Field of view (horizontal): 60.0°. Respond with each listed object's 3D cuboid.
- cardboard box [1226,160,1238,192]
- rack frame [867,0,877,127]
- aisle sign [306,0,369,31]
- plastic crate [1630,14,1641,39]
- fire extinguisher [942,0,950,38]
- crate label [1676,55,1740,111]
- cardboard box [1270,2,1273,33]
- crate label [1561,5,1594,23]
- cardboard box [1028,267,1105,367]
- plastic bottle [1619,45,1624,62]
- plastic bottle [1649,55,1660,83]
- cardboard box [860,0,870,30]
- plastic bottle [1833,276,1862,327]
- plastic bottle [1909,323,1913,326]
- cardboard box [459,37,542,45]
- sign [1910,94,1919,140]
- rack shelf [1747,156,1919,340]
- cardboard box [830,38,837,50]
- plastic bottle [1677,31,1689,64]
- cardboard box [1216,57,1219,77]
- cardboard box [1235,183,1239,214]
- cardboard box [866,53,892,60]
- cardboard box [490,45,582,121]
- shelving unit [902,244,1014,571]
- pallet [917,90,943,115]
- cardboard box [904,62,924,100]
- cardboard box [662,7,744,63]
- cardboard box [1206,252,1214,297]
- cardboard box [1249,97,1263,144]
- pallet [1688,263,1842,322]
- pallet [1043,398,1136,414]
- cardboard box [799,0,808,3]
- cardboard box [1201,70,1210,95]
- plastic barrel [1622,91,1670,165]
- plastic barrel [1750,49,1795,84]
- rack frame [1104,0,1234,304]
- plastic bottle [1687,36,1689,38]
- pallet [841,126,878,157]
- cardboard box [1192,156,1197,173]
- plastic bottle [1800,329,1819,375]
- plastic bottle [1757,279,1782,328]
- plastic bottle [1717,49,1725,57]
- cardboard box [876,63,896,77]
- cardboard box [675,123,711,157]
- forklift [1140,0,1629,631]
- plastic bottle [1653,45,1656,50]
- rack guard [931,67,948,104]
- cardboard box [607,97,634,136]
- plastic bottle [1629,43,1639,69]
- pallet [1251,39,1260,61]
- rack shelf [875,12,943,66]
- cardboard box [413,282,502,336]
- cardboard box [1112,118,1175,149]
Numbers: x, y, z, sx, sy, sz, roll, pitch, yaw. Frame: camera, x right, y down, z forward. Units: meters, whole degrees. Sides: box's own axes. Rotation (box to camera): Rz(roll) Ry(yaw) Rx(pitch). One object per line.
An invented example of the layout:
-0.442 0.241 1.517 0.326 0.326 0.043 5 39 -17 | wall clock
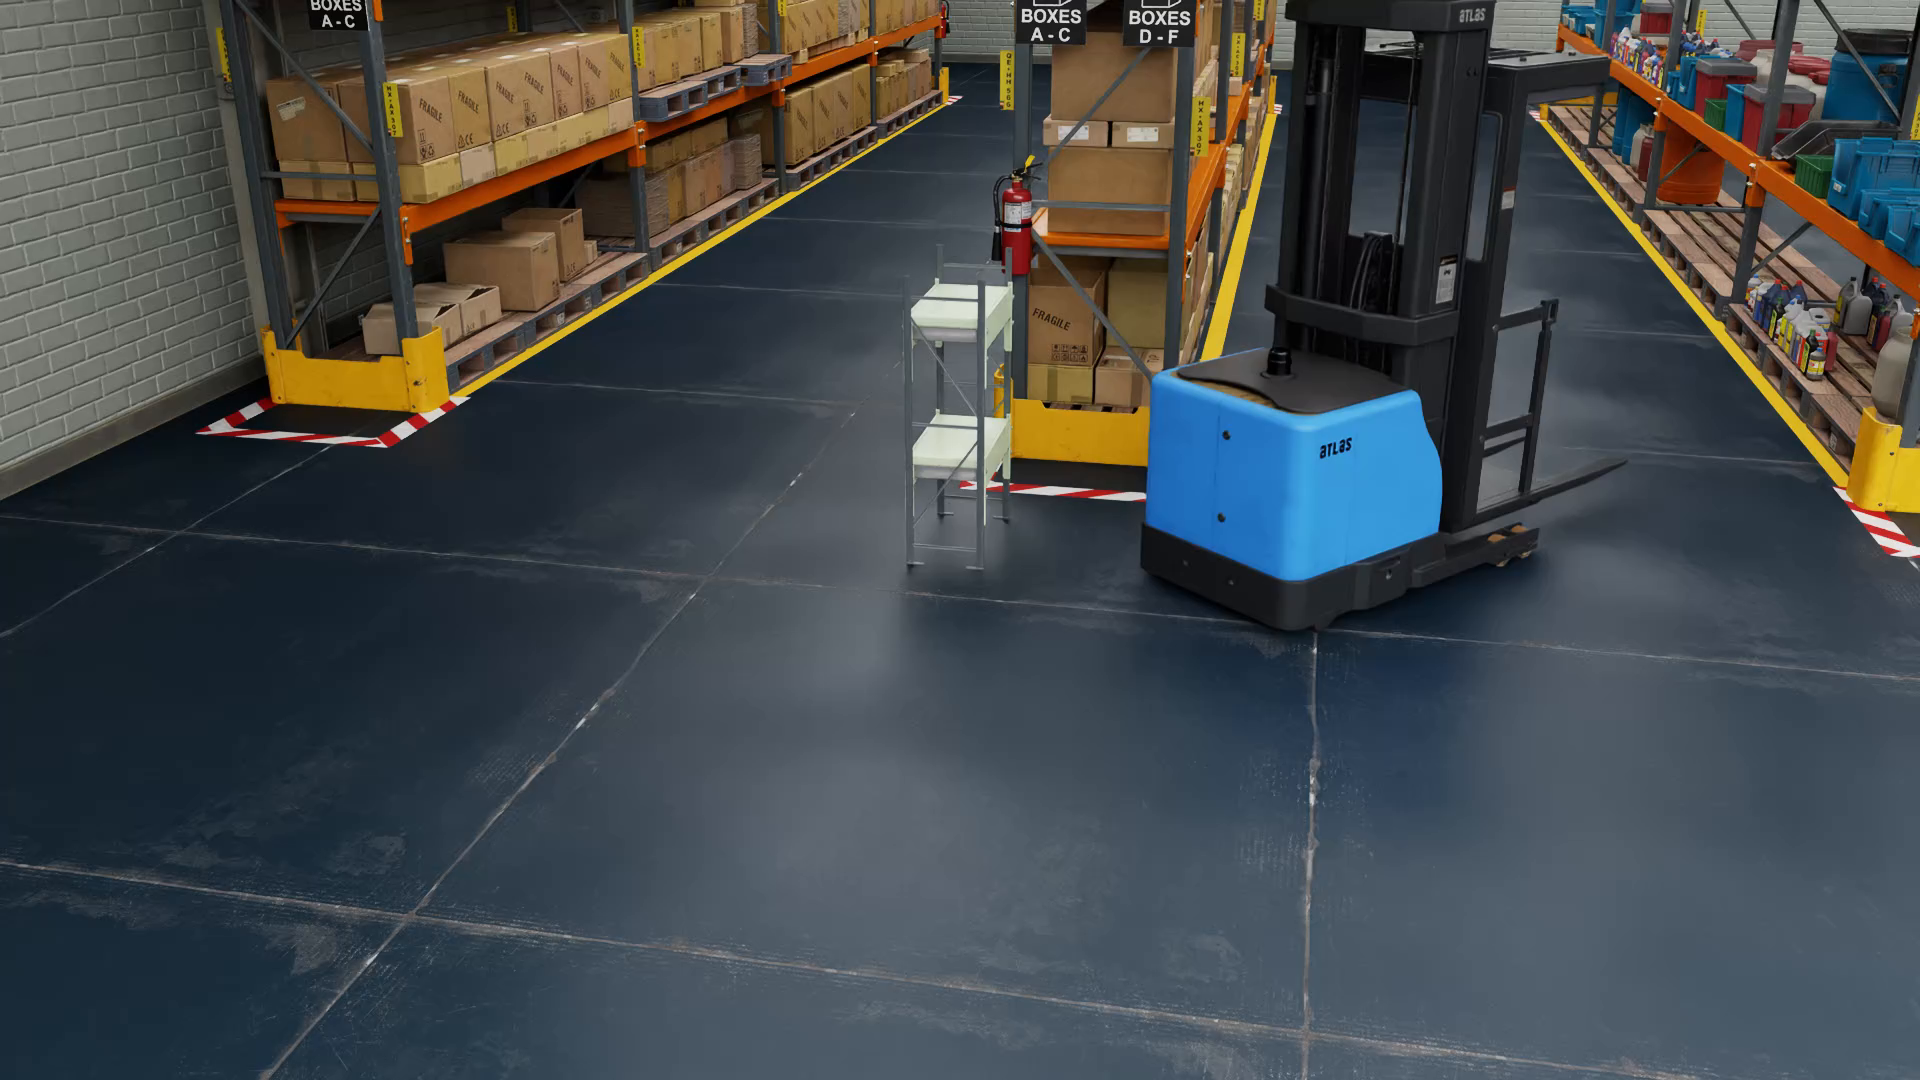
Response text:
2.368 -3.445 15.759 0.500 0.311 0.500 4 22 11 | cardboard box
-1.595 -6.689 21.448 1.000 3.000 0.127 4 22 11 | rack frame
-3.765 -3.458 9.944 0.394 0.787 0.004 4 22 11 | aisle sign
8.595 -6.452 20.936 0.437 0.282 0.530 4 22 11 | plastic crate
-0.296 -7.964 25.214 0.296 0.674 0.183 4 22 11 | fire extinguisher
6.820 -4.145 15.083 0.502 0.435 0.616 4 22 11 | crate label
3.934 -7.082 22.288 0.500 0.500 0.500 4 22 10 | cardboard box
8.547 -7.282 23.064 0.416 0.233 0.303 4 22 11 | crate label
0.625 -1.411 10.455 0.500 0.500 0.500 4 22 11 | cardboard box
7.491 -5.492 18.741 0.097 0.201 0.097 0 22 0 | plastic bottle
7.080 -4.789 16.901 0.097 0.271 0.097 0 22 0 | plastic bottle
-1.443 -6.695 20.903 0.500 0.500 0.500 4 22 10 | cardboard box
6.481 -1.737 12.109 0.144 0.351 0.185 4 22 11 | plastic bottle
6.462 -1.359 11.277 0.097 0.271 0.097 0 22 0 | plastic bottle
-3.637 -3.706 13.212 0.500 0.500 0.500 4 22 11 | cardboard box
7.007 -3.091 12.143 0.100 0.325 0.005 4 22 11 | sign
6.063 -1.943 10.627 1.077 0.370 4.000 4 22 11 | rack shelf
-1.689 -5.976 19.986 0.380 0.149 0.250 4 22 9 | cardboard box
8.057 -5.494 18.545 0.144 0.351 0.185 4 22 11 | plastic bottle
2.322 -4.679 16.576 0.500 0.311 0.500 6 23 14 | cardboard box
2.469 -3.370 16.324 0.500 0.250 0.500 4 22 10 | cardboard box
-1.199 -6.916 23.926 0.380 0.149 0.250 5 22 12 | cardboard box
-3.231 -3.488 12.670 0.500 0.500 0.500 4 22 9 | cardboard box
-0.001 -0.693 8.567 0.431 1.500 0.755 4 22 11 | shelving unit
-0.865 -6.560 24.861 1.003 0.211 1.213 4 22 11 | pallet
-0.926 -6.741 24.360 0.700 0.500 0.500 4 22 11 | cardboard box
-2.585 -5.098 16.774 0.700 0.500 0.500 2 22 6 | cardboard box
1.742 -2.121 13.222 0.500 0.250 0.500 4 22 11 | cardboard box
3.435 -5.155 20.396 0.500 0.500 0.500 4 22 11 | cardboard box
6.593 -2.005 13.550 1.003 0.211 1.213 4 22 11 | pallet
0.922 -0.914 10.840 1.003 0.211 1.213 4 22 11 | pallet
-1.957 -6.111 18.450 0.500 0.250 0.500 4 22 10 | cardboard box
1.621 -3.337 12.121 0.380 0.149 0.250 4 22 11 | cardboard box
7.831 -4.699 18.753 0.600 0.901 0.708 4 22 11 | plastic barrel
7.286 -4.131 14.945 0.421 0.512 0.421 0 22 0 | plastic barrel
1.623 -3.387 13.249 1.000 3.000 0.127 4 22 11 | rack frame
8.265 -5.574 18.845 0.152 0.276 0.135 4 22 11 | plastic bottle
-1.679 -5.108 21.254 1.003 0.211 1.213 4 22 11 | pallet
1.331 -2.894 11.892 0.700 0.500 0.500 5 22 12 | cardboard box
5.606 -1.239 10.962 0.061 0.283 0.133 5 22 12 | plastic bottle
5.900 -1.720 12.067 0.144 0.351 0.185 5 22 12 | plastic bottle
7.978 -5.008 17.445 0.097 0.271 0.097 0 22 0 | plastic bottle
-1.094 -6.403 22.652 0.380 0.149 0.250 5 23 13 | cardboard box
-2.785 -3.960 16.423 0.500 0.250 0.500 4 22 11 | cardboard box
2.378 -1.362 8.313 3.031 2.935 1.130 -16 27 -35 | forklift
7.451 -5.188 17.893 0.097 0.271 0.097 0 22 0 | plastic bottle
-0.774 -7.002 25.569 1.175 0.500 0.348 4 22 11 | rack guard
-3.027 -3.507 13.720 0.500 0.250 0.500 5 22 11 | cardboard box
7.349 -5.271 18.097 0.097 0.271 0.097 0 22 0 | plastic bottle
2.831 -5.473 18.684 1.003 0.211 1.213 4 22 11 | pallet
-1.187 -7.087 23.399 1.077 0.370 4.000 4 22 11 | rack shelf
-3.698 -1.712 12.100 0.500 0.311 0.500 6 23 15 | cardboard box
1.097 -2.399 9.793 0.380 0.149 0.250 4 22 11 | cardboard box
